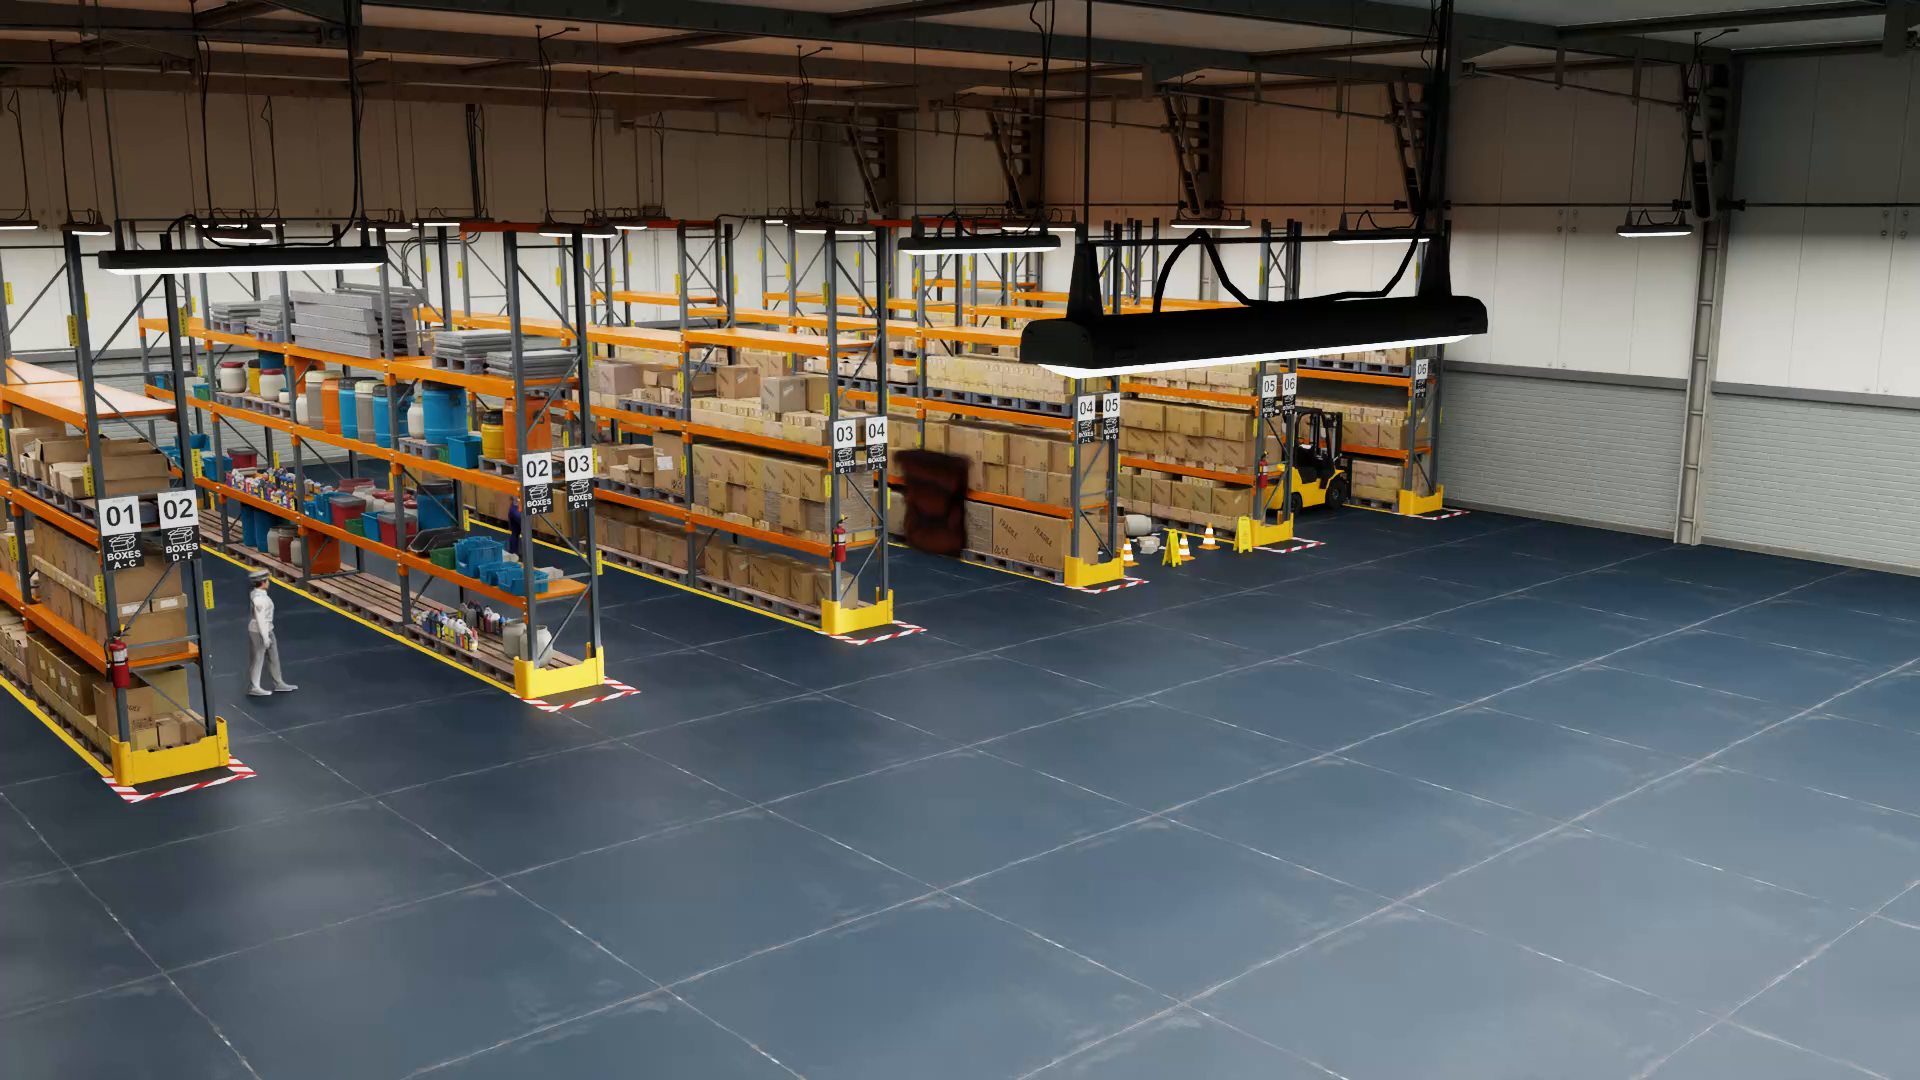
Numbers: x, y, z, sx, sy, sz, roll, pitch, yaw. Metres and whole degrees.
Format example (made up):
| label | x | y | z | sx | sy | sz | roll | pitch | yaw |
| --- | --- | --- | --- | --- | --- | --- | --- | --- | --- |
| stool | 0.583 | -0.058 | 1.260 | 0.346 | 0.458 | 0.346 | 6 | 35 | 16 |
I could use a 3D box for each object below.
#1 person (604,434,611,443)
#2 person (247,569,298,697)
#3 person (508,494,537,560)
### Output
| label | x | y | z | sx | sy | sz | roll | pitch | yaw |
| --- | --- | --- | --- | --- | --- | --- | --- | --- | --- |
| person | -7.319 | -1.418 | 34.782 | 0.504 | 1.599 | 0.328 | 10 | 15 | 40 |
| person | -9.037 | 1.217 | 21.680 | 0.569 | 1.663 | 0.491 | -1 | 12 | -7 |
| person | -7.894 | -0.446 | 29.920 | 0.414 | 1.644 | 0.585 | -11 | 16 | -44 |
